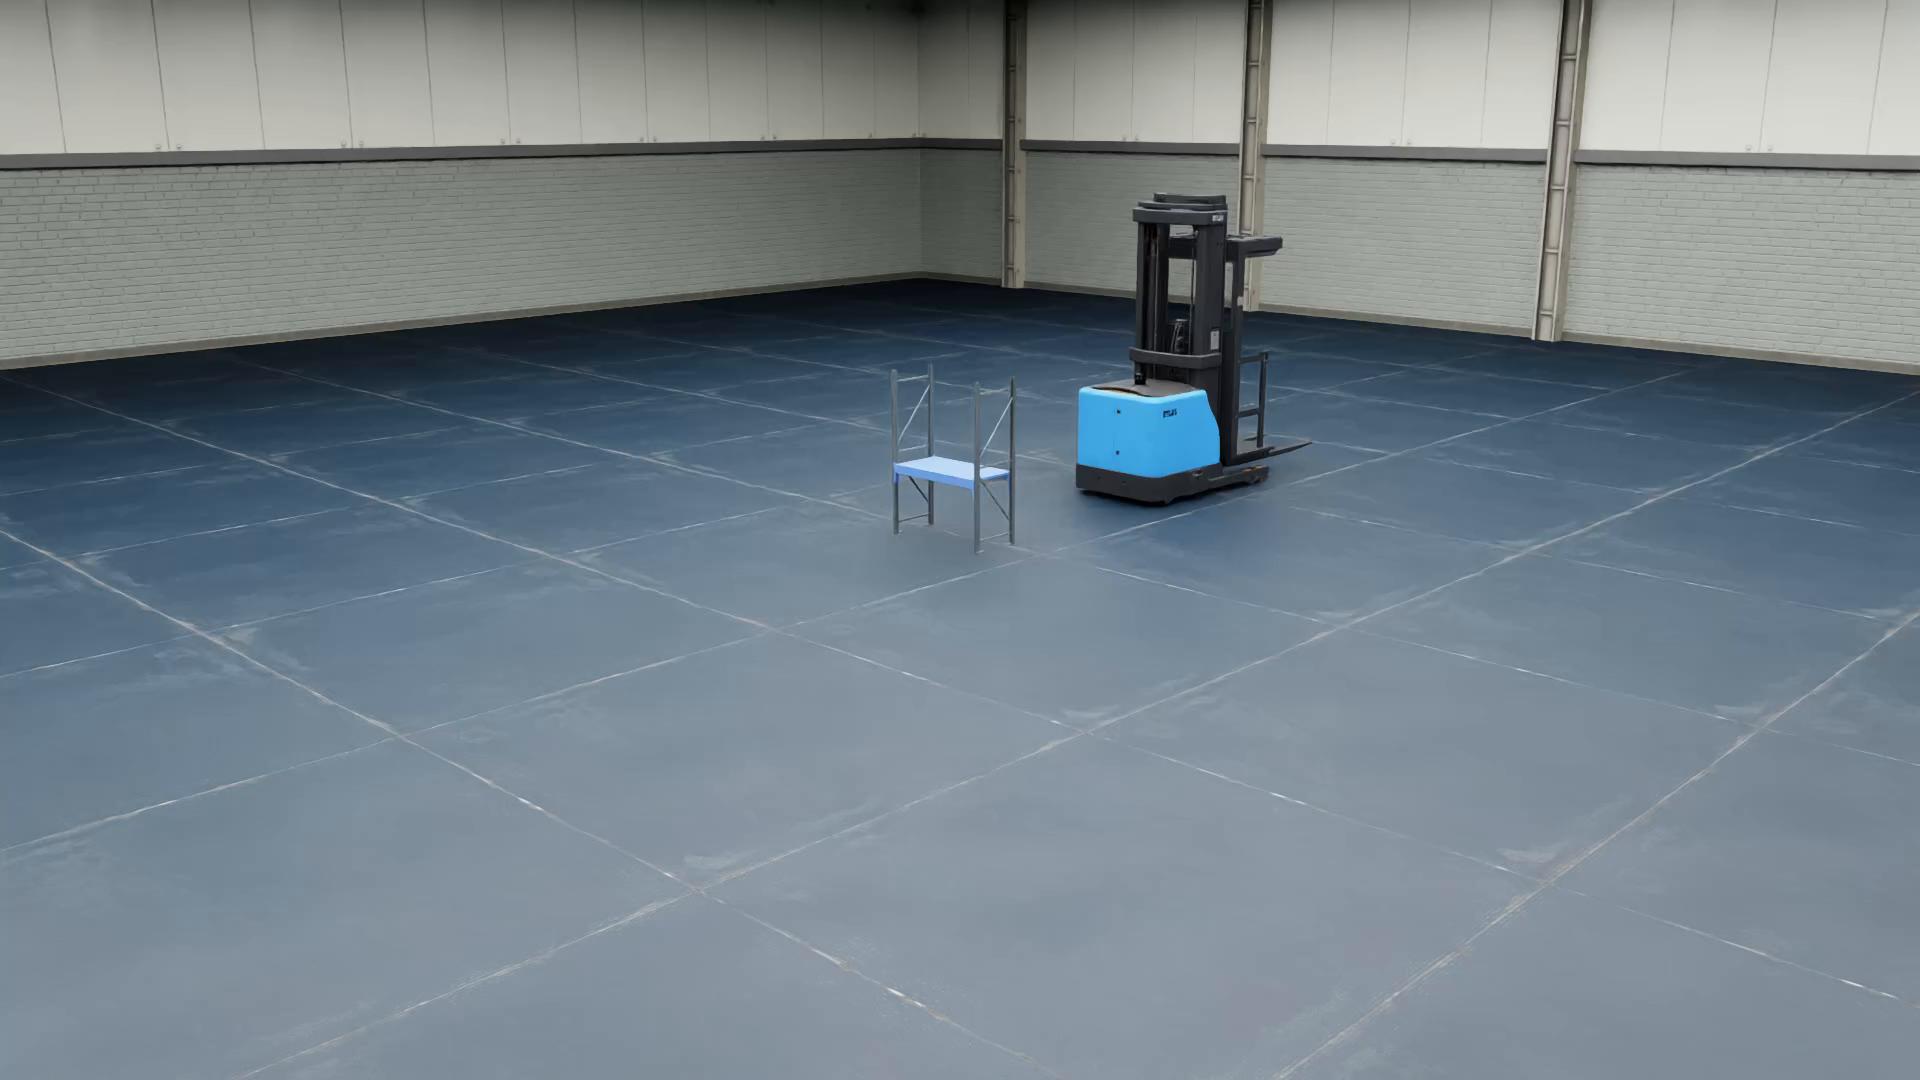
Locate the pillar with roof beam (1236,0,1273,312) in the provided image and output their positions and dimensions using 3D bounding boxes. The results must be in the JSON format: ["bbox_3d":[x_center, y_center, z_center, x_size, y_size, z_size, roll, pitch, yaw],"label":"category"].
[{"bbox_3d":[2.476,-7.960,27.635,0.400,9.000,9.100,14,20,42],"label":"pillar with roof beam"}]

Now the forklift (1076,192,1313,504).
[{"bbox_3d":[2.560,-2.068,17.054,1.130,2.935,3.031,14,20,43],"label":"forklift"}]

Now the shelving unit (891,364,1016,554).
[{"bbox_3d":[-0.061,-0.741,14.800,1.048,1.500,0.538,14,20,42],"label":"shelving unit"}]

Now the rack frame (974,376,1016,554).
[{"bbox_3d":[0.305,-0.652,14.459,0.032,1.500,0.500,14,20,42],"label":"rack frame"}]

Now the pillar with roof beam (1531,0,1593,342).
[{"bbox_3d":[6.795,-6.910,23.605,0.400,9.000,9.100,14,20,42],"label":"pillar with roof beam"}]

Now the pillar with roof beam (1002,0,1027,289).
[{"bbox_3d":[-1.843,-9.010,31.665,0.400,9.000,9.100,14,20,42],"label":"pillar with roof beam"}]

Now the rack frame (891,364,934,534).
[{"bbox_3d":[-0.427,-0.830,15.142,0.032,1.500,0.500,14,20,42],"label":"rack frame"}]

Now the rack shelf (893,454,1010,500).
[{"bbox_3d":[-0.061,-0.567,14.846,1.000,0.185,0.538,14,20,42],"label":"rack shelf"}]
